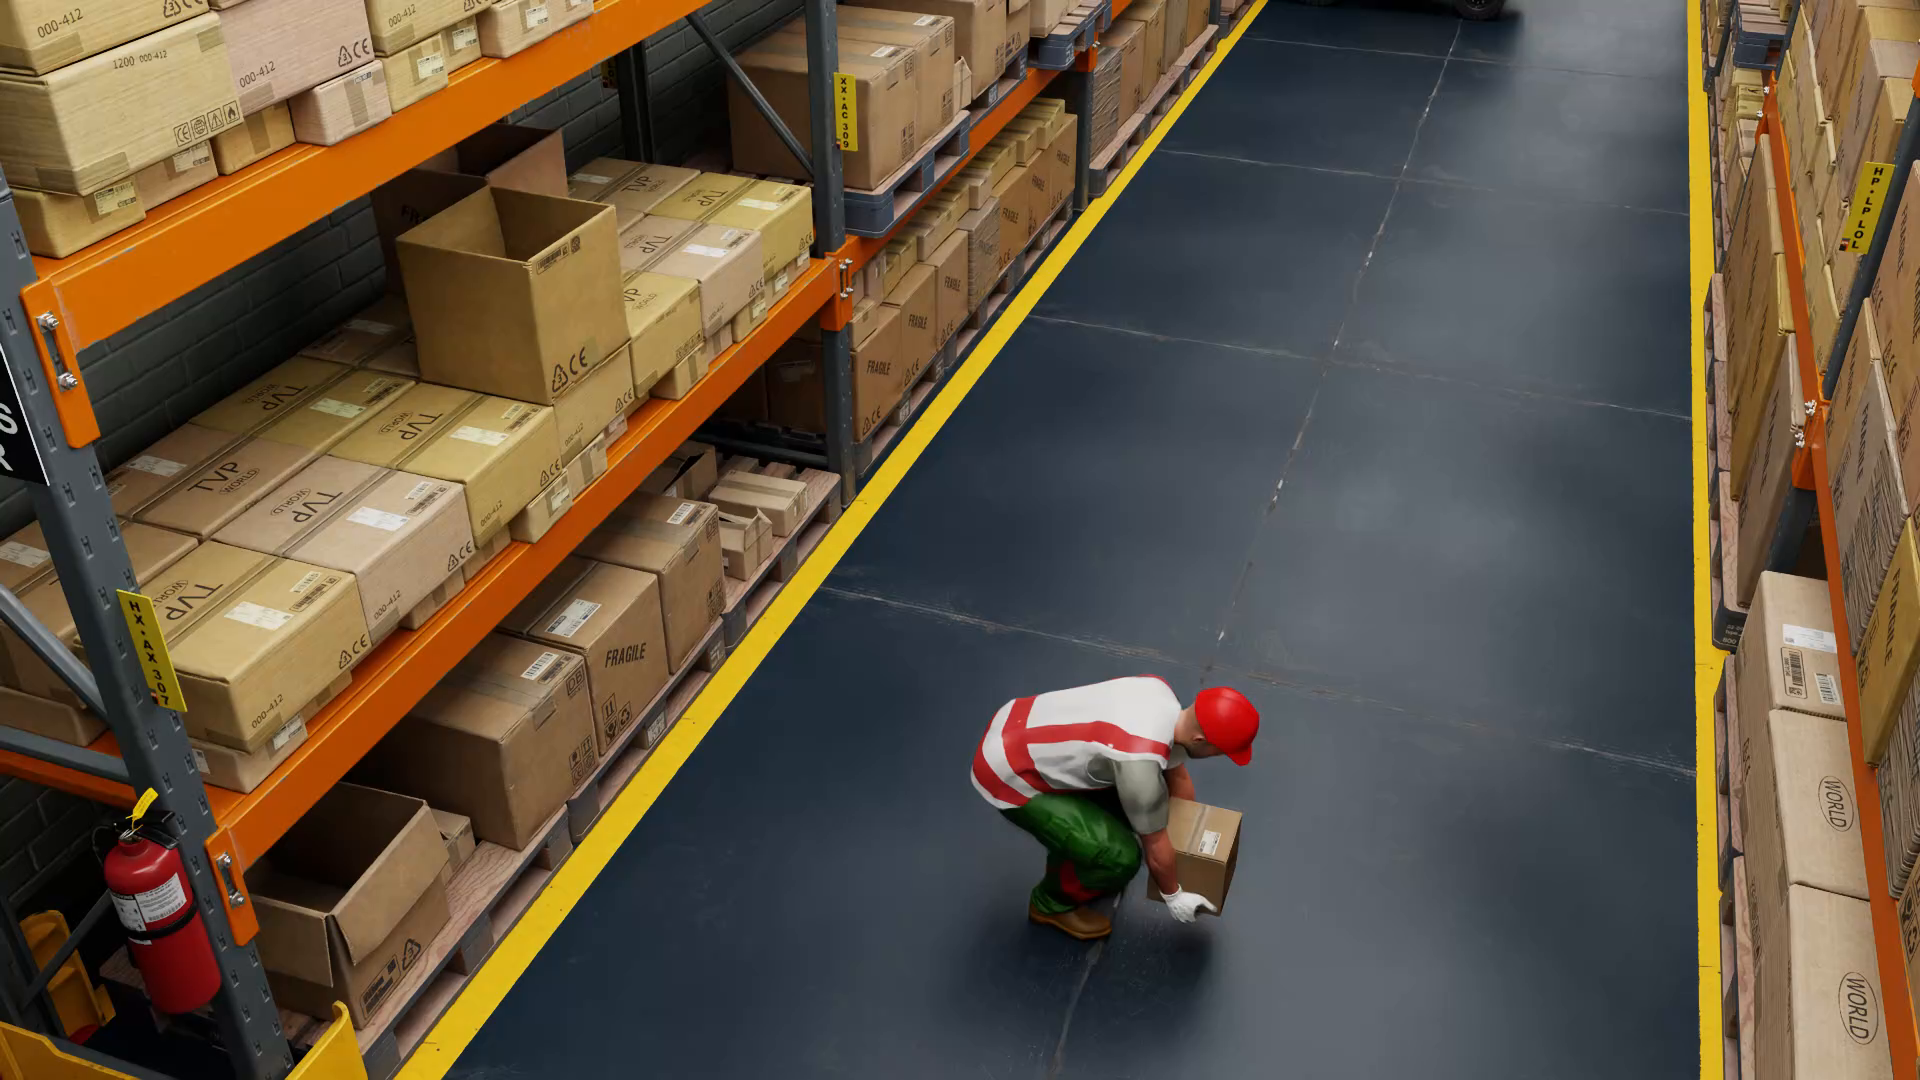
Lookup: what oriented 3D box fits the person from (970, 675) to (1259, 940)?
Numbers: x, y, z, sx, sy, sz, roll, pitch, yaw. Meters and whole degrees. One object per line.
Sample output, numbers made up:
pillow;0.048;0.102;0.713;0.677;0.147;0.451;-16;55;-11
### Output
person;0.496;0.855;5.529;0.907;0.999;0.531;10;34;15
